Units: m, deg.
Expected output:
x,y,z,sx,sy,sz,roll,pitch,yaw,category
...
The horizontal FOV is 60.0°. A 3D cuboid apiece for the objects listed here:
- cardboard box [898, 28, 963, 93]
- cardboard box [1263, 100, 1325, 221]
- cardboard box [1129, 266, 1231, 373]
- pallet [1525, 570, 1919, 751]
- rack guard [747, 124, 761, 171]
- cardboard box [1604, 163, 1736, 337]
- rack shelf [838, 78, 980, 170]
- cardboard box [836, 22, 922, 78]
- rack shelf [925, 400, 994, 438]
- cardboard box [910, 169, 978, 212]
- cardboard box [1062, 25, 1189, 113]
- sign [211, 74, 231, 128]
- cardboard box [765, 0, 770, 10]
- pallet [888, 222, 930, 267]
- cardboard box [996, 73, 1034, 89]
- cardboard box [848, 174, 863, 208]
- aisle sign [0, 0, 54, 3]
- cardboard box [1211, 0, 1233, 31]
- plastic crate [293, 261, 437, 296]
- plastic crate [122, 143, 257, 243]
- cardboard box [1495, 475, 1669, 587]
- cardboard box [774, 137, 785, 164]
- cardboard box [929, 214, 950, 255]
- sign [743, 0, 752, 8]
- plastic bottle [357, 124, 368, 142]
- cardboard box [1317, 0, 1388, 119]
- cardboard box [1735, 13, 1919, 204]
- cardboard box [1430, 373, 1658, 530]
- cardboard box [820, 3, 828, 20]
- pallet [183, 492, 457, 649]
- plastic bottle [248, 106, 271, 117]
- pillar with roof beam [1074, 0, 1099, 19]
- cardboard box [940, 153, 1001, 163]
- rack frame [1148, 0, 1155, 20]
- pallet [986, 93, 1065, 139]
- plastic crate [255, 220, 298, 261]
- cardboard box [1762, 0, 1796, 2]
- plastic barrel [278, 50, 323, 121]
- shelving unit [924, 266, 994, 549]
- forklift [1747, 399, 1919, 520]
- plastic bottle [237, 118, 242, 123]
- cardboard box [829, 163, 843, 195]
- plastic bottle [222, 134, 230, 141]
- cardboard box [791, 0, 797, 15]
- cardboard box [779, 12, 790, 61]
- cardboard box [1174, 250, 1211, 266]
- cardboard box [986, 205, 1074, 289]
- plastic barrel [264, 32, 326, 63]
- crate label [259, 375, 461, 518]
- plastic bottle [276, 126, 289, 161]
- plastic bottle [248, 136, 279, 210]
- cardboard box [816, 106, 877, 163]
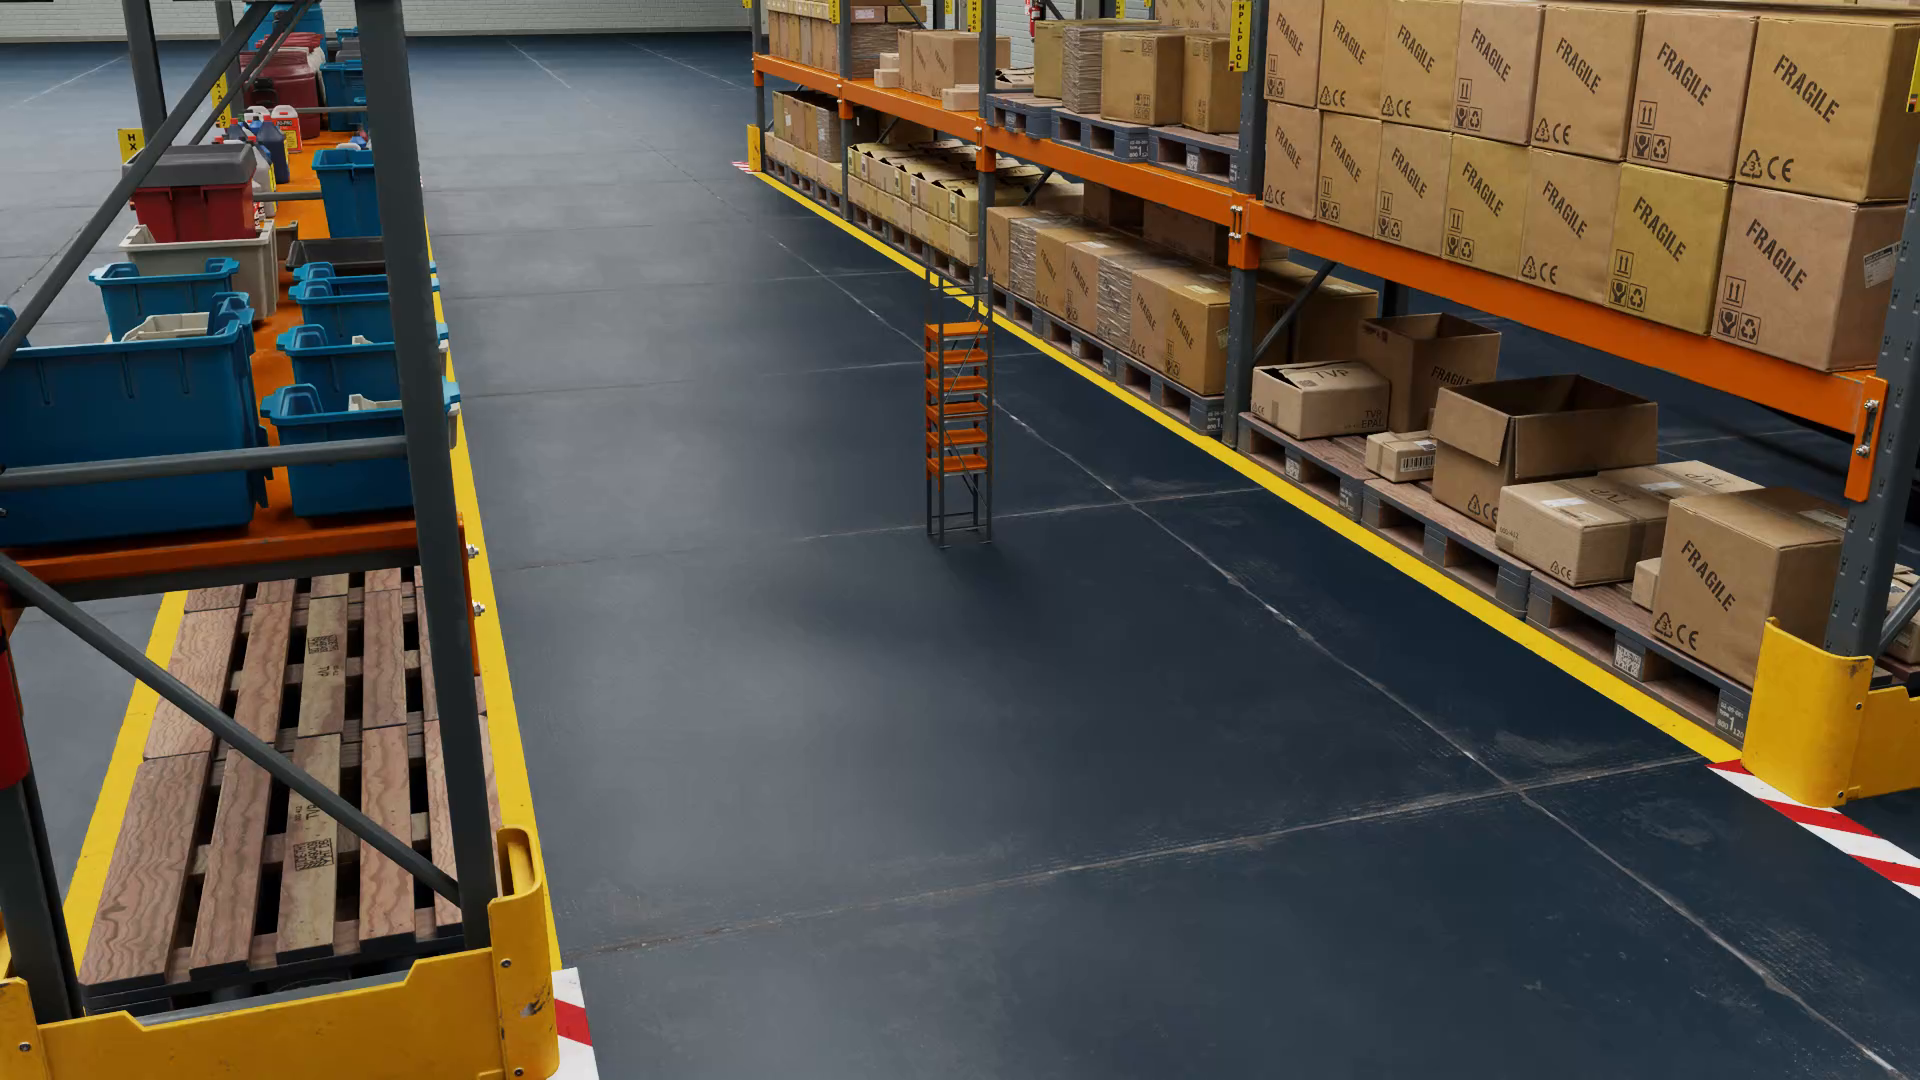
x,y,z,sx,sy,sz,roll,pitch,yaw,category
-0.239,-4.154,14.396,0.500,0.500,0.500,-5,20,-13,cardboard box
1.786,-1.811,7.874,0.500,0.500,0.500,-6,21,-16,cardboard box
1.309,-1.275,9.576,0.500,0.500,0.500,-6,21,-17,cardboard box
2.866,0.359,6.105,1.003,0.211,1.213,-6,21,-17,pallet
-1.895,-4.639,19.592,1.175,0.500,0.348,-6,21,-17,rack guard
2.576,-1.001,5.619,0.500,0.500,0.500,-6,21,-17,cardboard box
-0.002,-3.544,13.909,1.077,0.370,4.000,-6,21,-17,rack shelf
-0.776,-4.713,15.952,0.700,0.500,0.500,-7,21,-19,cardboard box
-0.005,-0.528,7.242,0.258,0.103,0.180,-6,21,-17,rack shelf
-0.097,-2.878,13.609,0.500,0.311,0.500,-7,21,-18,cardboard box
1.038,-2.981,10.510,0.700,0.500,0.500,-3,20,-7,cardboard box
-4.597,-2.731,10.342,0.100,0.325,0.005,-6,21,-17,sign
-1.969,-6.011,18.608,0.380,0.149,0.250,-7,21,-18,cardboard box
0.025,-2.587,14.307,1.003,0.211,1.213,-6,21,-17,pallet
0.554,-3.320,12.354,0.500,0.311,0.500,-5,20,-14,cardboard box
-0.739,-3.272,15.535,0.500,0.250,0.500,-7,21,-19,cardboard box
-1.818,-1.317,2.801,0.394,0.787,0.004,-6,21,-17,aisle sign
3.154,-5.951,18.631,0.500,0.500,0.500,-6,21,-16,cardboard box
-1.835,-0.731,5.172,0.416,0.233,0.300,-6,21,-17,plastic crate
-2.777,-1.177,6.072,0.402,0.464,0.583,-6,21,-17,plastic crate
2.466,-0.043,6.514,0.500,0.250,0.500,-6,21,-17,cardboard box
-1.770,-4.356,18.552,0.500,0.250,0.500,-6,21,-17,cardboard box
0.065,-2.452,13.252,0.500,0.250,0.500,-7,21,-18,cardboard box
-2.416,-6.195,18.830,0.100,0.325,0.005,-6,21,-17,sign
-3.264,-2.135,9.095,0.061,0.283,0.133,-6,21,-17,plastic bottle
1.928,-2.128,7.276,0.500,0.500,0.500,-7,21,-19,cardboard box
2.740,-1.304,4.984,0.500,0.500,0.500,-7,21,-18,cardboard box
2.479,-0.387,7.098,0.797,0.503,0.637,-6,21,-17,cardboard box
-1.163,-5.188,16.317,0.380,0.149,0.250,-6,21,-17,cardboard box
-2.551,0.112,6.791,1.003,0.211,1.213,-6,21,-17,pallet
-4.248,-2.484,10.078,0.152,0.276,0.135,-6,21,-17,plastic bottle
-2.118,-10.494,23.321,9.100,9.000,0.400,-6,21,-17,pillar with roof beam
0.093,-3.265,14.687,0.500,0.311,0.500,-6,21,-17,cardboard box
2.814,-6.335,20.617,1.000,3.000,0.127,-6,21,-17,rack frame
0.906,-2.940,11.449,1.213,0.211,1.003,-6,21,-17,pallet
-2.809,-1.171,6.542,0.396,0.136,0.243,-6,21,-17,plastic crate
5.723,-3.649,11.411,0.500,0.250,0.500,-7,21,-18,cardboard box
-4.603,-3.075,11.376,0.421,0.512,0.421,0,20,0,plastic barrel
-0.005,-0.569,7.227,0.258,1.200,0.189,-6,21,-17,shelving unit
4.912,-1.495,7.242,1.130,2.935,3.031,-5,20,-14,forklift
-4.031,-2.217,9.324,0.061,0.283,0.133,-6,21,-17,plastic bottle
-0.984,-3.553,16.318,0.500,0.250,0.500,-6,21,-17,cardboard box
-3.755,-1.935,8.539,0.061,0.283,0.133,-6,21,-17,plastic bottle
-1.562,-5.598,17.458,0.380,0.149,0.250,-7,21,-18,cardboard box
-1.583,-5.536,18.243,0.700,0.500,0.500,-6,21,-16,cardboard box
1.635,-1.500,10.202,0.500,0.500,0.500,-6,21,-17,cardboard box
0.499,-2.095,11.858,0.500,0.500,0.500,-5,20,-15,cardboard box
-5.241,-3.733,13.170,0.433,0.535,0.433,0,20,0,plastic barrel
-1.327,-0.212,3.728,0.416,0.233,0.303,-6,21,-17,crate label
-3.990,-2.319,9.731,0.097,0.201,0.097,0,20,0,plastic bottle
-3.340,-1.743,7.906,0.144,0.351,0.185,-6,21,-17,plastic bottle
-1.130,-4.068,16.642,0.500,0.500,0.500,-6,21,-17,cardboard box
